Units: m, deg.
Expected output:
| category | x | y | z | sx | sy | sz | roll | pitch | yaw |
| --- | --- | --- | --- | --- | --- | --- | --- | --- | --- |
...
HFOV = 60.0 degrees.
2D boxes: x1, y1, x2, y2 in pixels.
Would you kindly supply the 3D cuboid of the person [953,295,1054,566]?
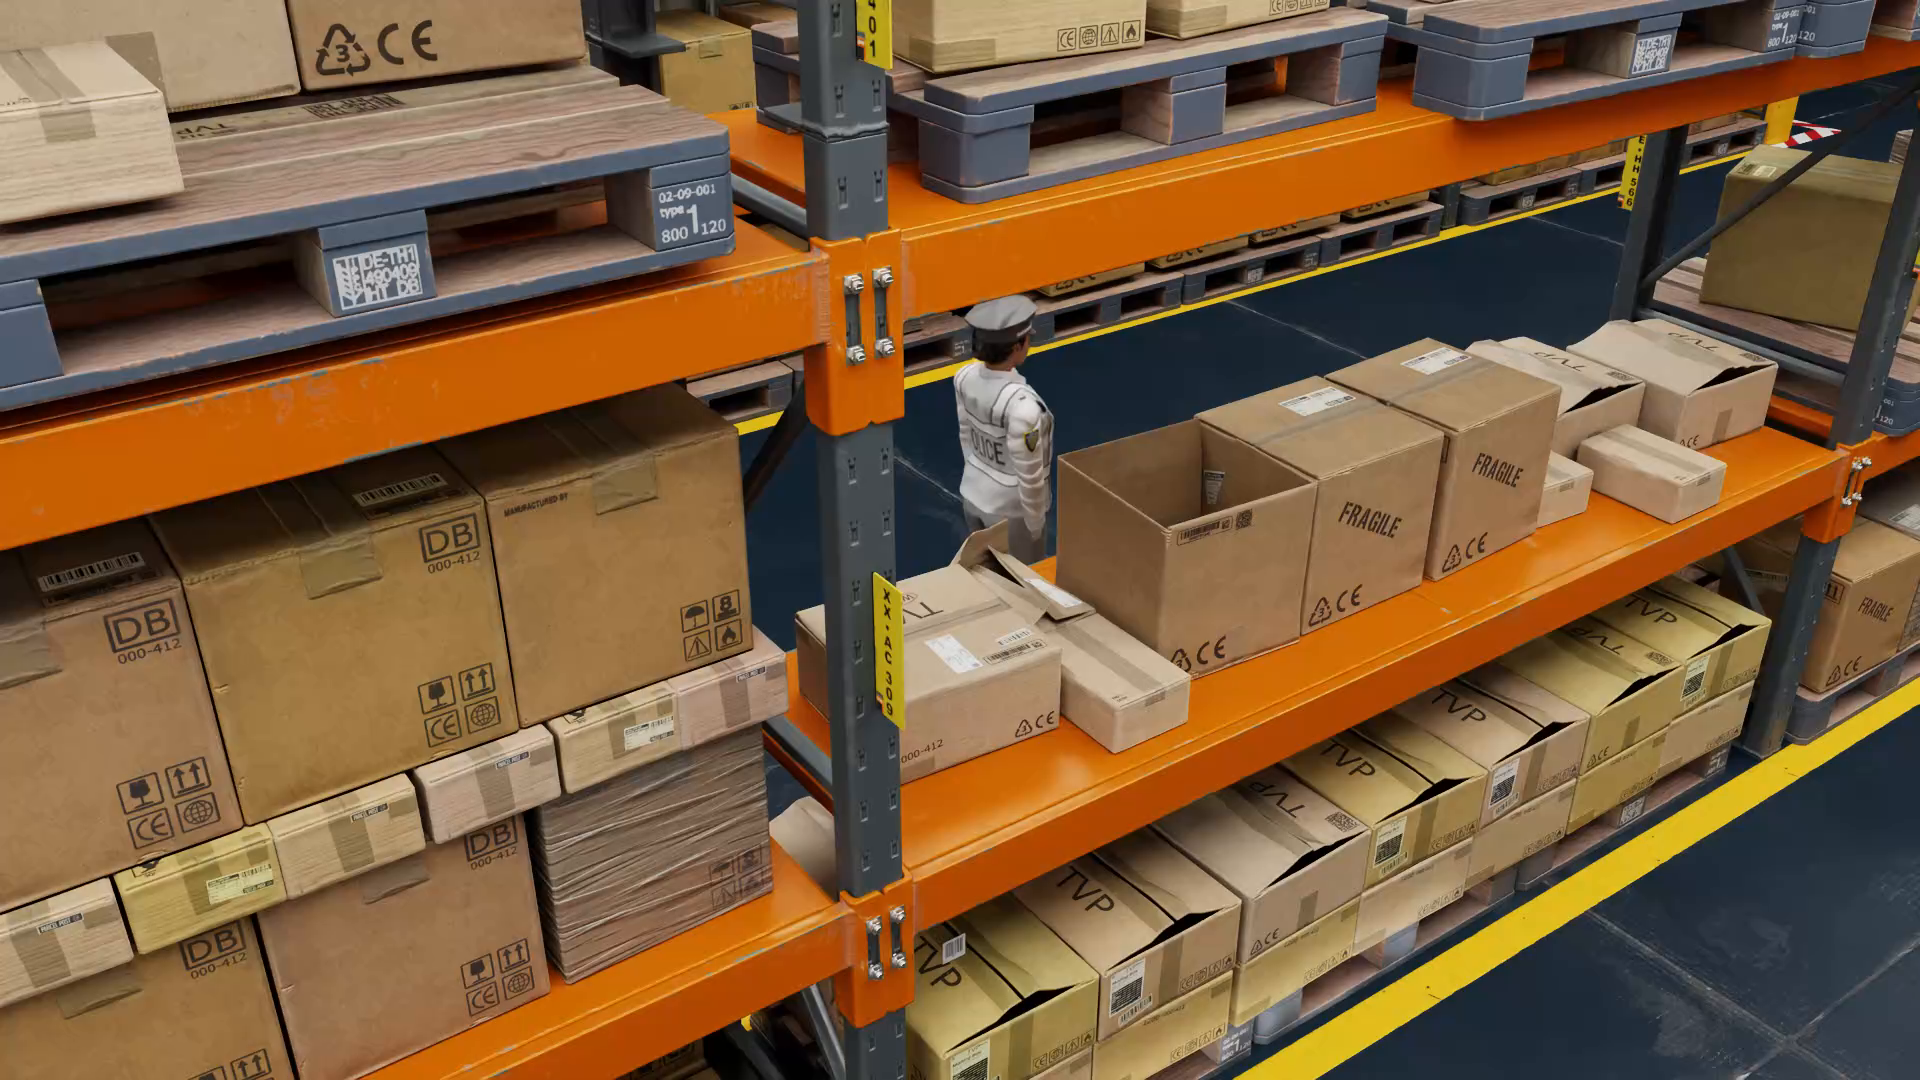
| category | x | y | z | sx | sy | sz | roll | pitch | yaw |
| --- | --- | --- | --- | --- | --- | --- | --- | --- | --- |
| person | 0.177 | -0.119 | 6.345 | 0.329 | 1.669 | 0.468 | -18 | 33 | -29 |
